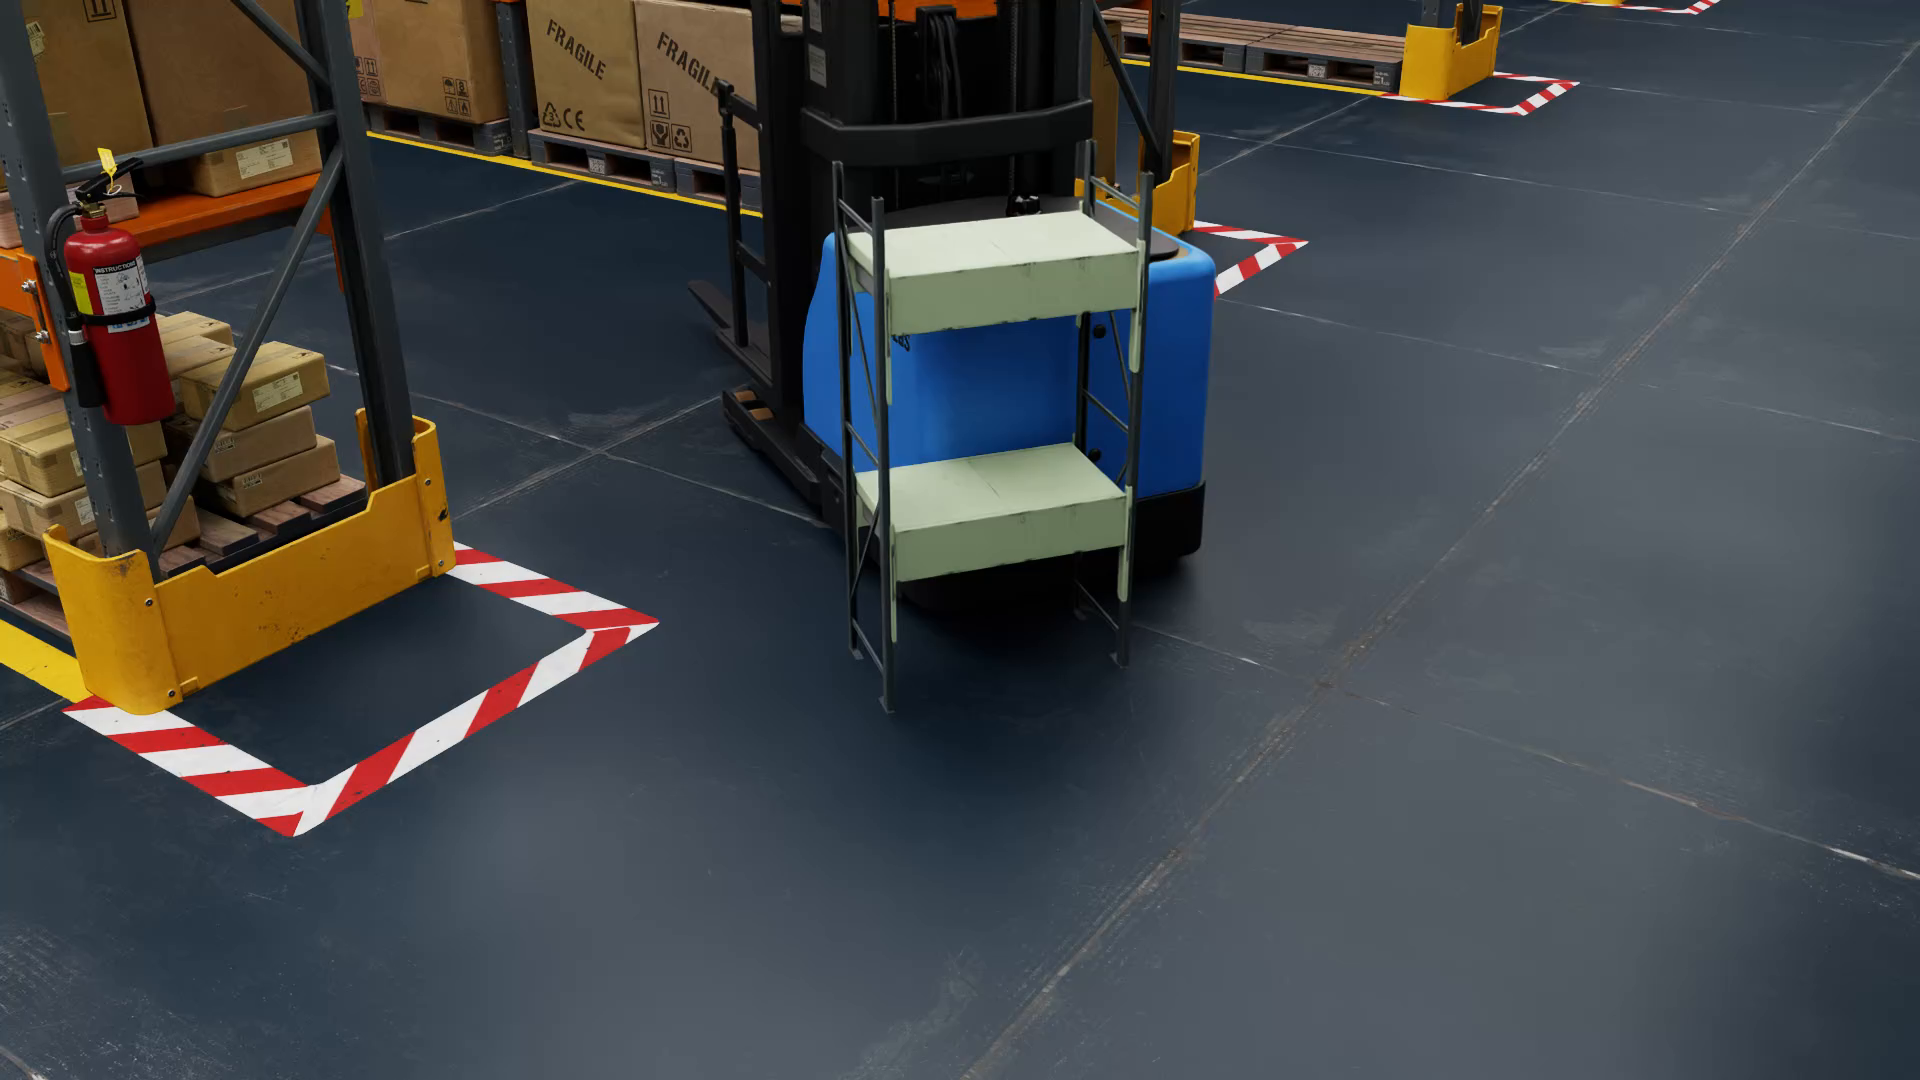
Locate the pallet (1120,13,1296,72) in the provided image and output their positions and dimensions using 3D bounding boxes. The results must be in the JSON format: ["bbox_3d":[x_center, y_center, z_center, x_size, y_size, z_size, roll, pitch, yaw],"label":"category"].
[{"bbox_3d":[1.960,-4.043,13.461,1.213,0.211,1.003,17,32,30],"label":"pallet"}]

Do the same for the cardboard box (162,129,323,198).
[{"bbox_3d":[-2.158,-1.159,4.998,0.250,0.149,0.380,17,32,30],"label":"cardboard box"}]

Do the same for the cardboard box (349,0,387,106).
[{"bbox_3d":[-3.758,-3.547,11.293,0.875,0.875,1.225,16,31,29],"label":"cardboard box"}]

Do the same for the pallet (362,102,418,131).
[{"bbox_3d":[-4.170,-3.161,11.729,1.213,0.211,1.003,17,32,30],"label":"pallet"}]

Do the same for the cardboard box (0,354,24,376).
[{"bbox_3d":[-3.294,-0.484,5.417,0.250,0.149,0.380,16,31,28],"label":"cardboard box"}]

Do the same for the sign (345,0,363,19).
[{"bbox_3d":[-1.769,-1.654,4.739,0.005,0.325,0.100,17,32,30],"label":"sign"}]

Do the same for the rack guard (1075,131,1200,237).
[{"bbox_3d":[0.835,-1.774,8.684,0.348,0.500,1.175,17,32,30],"label":"rack guard"}]

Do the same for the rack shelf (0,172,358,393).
[{"bbox_3d":[-3.725,-1.258,5.709,4.000,0.370,1.077,17,32,30],"label":"rack shelf"}]

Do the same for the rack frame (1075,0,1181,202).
[{"bbox_3d":[0.815,-2.894,8.129,0.127,3.000,1.000,17,32,30],"label":"rack frame"}]

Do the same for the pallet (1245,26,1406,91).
[{"bbox_3d":[2.962,-3.729,12.845,1.213,0.211,1.003,17,32,30],"label":"pallet"}]

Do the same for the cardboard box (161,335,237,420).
[{"bbox_3d":[-2.611,-0.535,5.517,0.250,0.149,0.380,18,32,31],"label":"cardboard box"}]

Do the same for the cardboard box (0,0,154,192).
[{"bbox_3d":[-2.592,-1.262,4.484,0.500,0.500,0.500,18,32,31],"label":"cardboard box"}]

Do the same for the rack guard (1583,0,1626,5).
[{"bbox_3d":[6.365,-5.502,16.010,0.348,0.500,1.175,17,32,30],"label":"rack guard"}]

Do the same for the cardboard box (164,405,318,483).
[{"bbox_3d":[-2.363,-0.345,5.473,0.250,0.149,0.380,19,32,32],"label":"cardboard box"}]

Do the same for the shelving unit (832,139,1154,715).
[{"bbox_3d":[0.082,-0.309,4.703,0.755,1.500,0.431,-9,28,-17],"label":"shelving unit"}]

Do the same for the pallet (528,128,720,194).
[{"bbox_3d":[-1.899,-2.454,10.339,1.213,0.211,1.003,17,32,30],"label":"pallet"}]

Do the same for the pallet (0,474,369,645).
[{"bbox_3d":[-2.788,-0.064,5.643,1.213,0.211,1.003,17,32,30],"label":"pallet"}]

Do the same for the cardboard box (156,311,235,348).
[{"bbox_3d":[-2.746,-0.647,5.739,0.250,0.149,0.380,17,32,30],"label":"cardboard box"}]

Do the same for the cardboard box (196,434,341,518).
[{"bbox_3d":[-2.327,-0.236,5.587,0.250,0.149,0.380,18,32,31],"label":"cardboard box"}]

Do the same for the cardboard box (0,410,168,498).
[{"bbox_3d":[-2.656,-0.288,5.034,0.250,0.149,0.380,18,32,31],"label":"cardboard box"}]

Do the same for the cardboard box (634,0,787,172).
[{"bbox_3d":[-1.241,-2.731,9.688,0.875,0.875,0.875,17,32,30],"label":"cardboard box"}]

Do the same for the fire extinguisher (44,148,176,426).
[{"bbox_3d":[-2.130,-0.628,4.172,0.183,0.674,0.296,17,32,30],"label":"fire extinguisher"}]

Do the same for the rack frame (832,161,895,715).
[{"bbox_3d":[-0.264,-0.253,4.594,0.023,1.500,0.400,-9,28,-17],"label":"rack frame"}]

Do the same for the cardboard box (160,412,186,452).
[{"bbox_3d":[-2.556,-0.437,5.653,0.250,0.149,0.380,17,32,30],"label":"cardboard box"}]

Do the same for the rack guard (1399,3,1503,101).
[{"bbox_3d":[3.647,-3.630,12.332,0.348,0.500,1.175,17,32,30],"label":"rack guard"}]

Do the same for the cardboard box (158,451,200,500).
[{"bbox_3d":[-2.589,-0.273,5.659,0.250,0.149,0.380,17,32,30],"label":"cardboard box"}]

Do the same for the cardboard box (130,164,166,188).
[{"bbox_3d":[-2.391,-1.209,5.096,0.250,0.149,0.380,19,32,32],"label":"cardboard box"}]

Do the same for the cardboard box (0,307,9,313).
[{"bbox_3d":[-3.412,-0.839,6.116,0.250,0.149,0.380,18,32,31],"label":"cardboard box"}]

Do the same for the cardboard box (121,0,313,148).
[{"bbox_3d":[-2.290,-1.461,4.876,0.500,0.500,0.500,19,33,33],"label":"cardboard box"}]

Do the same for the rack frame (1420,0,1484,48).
[{"bbox_3d":[3.620,-4.745,11.768,0.127,3.000,1.000,17,32,30],"label":"rack frame"}]

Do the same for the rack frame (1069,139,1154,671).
[{"bbox_3d":[0.427,-0.364,4.812,0.023,1.500,0.400,-9,28,-17],"label":"rack frame"}]

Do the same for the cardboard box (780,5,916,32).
[{"bbox_3d":[-0.508,-2.502,9.239,0.875,0.875,0.875,17,32,30],"label":"cardboard box"}]

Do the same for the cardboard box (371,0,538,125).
[{"bbox_3d":[-3.021,-3.318,10.842,0.875,0.875,1.225,17,32,30],"label":"cardboard box"}]

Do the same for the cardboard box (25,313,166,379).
[{"bbox_3d":[-2.997,-0.680,5.803,0.250,0.149,0.380,16,31,28],"label":"cardboard box"}]

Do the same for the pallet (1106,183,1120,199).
[{"bbox_3d":[0.112,-1.827,9.107,1.213,0.211,1.003,17,32,30],"label":"pallet"}]

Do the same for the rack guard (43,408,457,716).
[{"bbox_3d":[-2.139,0.029,5.142,0.348,0.500,1.175,17,32,30],"label":"rack guard"}]

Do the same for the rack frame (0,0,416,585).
[{"bbox_3d":[-2.076,-1.065,4.536,0.127,3.000,1.000,17,32,30],"label":"rack frame"}]

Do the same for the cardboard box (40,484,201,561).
[{"bbox_3d":[-2.628,-0.039,5.200,0.250,0.149,0.380,18,32,31],"label":"cardboard box"}]

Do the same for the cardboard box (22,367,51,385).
[{"bbox_3d":[-3.231,-0.605,5.985,0.250,0.149,0.380,16,31,28],"label":"cardboard box"}]

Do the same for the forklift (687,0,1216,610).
[{"bbox_3d":[-0.284,-1.729,5.915,1.130,2.935,3.031,-12,29,-23],"label":"forklift"}]

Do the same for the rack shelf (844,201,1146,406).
[{"bbox_3d":[0.082,-0.656,4.526,0.720,0.370,0.431,-9,28,-17],"label":"rack shelf"}]

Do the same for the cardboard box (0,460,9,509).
[{"bbox_3d":[-2.858,-0.231,5.248,0.250,0.149,0.380,16,31,29],"label":"cardboard box"}]

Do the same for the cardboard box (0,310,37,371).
[{"bbox_3d":[-3.221,-0.755,5.950,0.250,0.149,0.380,19,32,32],"label":"cardboard box"}]

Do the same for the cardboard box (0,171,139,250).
[{"bbox_3d":[-2.505,-0.931,4.550,0.250,0.149,0.380,17,32,30],"label":"cardboard box"}]

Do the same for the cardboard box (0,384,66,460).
[{"bbox_3d":[-2.831,-0.374,5.203,0.250,0.149,0.380,18,32,31],"label":"cardboard box"}]

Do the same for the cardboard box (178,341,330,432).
[{"bbox_3d":[-2.316,-0.509,5.467,0.250,0.149,0.380,16,31,28],"label":"cardboard box"}]

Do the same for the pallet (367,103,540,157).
[{"bbox_3d":[-3.160,-2.848,11.114,1.213,0.211,1.003,17,32,30],"label":"pallet"}]

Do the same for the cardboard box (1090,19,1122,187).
[{"bbox_3d":[0.243,-2.268,8.780,0.875,0.875,0.875,17,32,30],"label":"cardboard box"}]

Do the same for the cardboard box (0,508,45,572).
[{"bbox_3d":[-2.897,-0.067,5.255,0.250,0.149,0.380,18,32,32],"label":"cardboard box"}]

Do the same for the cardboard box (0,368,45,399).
[{"bbox_3d":[-3.116,-0.393,5.240,0.250,0.149,0.380,17,31,29],"label":"cardboard box"}]

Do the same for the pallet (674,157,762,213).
[{"bbox_3d":[-0.889,-2.141,9.724,1.213,0.211,1.003,17,32,30],"label":"pallet"}]

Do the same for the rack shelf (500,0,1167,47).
[{"bbox_3d":[-0.833,-3.087,9.301,4.000,0.370,1.077,17,32,30],"label":"rack shelf"}]

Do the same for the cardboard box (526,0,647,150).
[{"bbox_3d":[-1.983,-2.962,10.142,0.875,0.875,0.875,17,32,30],"label":"cardboard box"}]

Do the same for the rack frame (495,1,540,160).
[{"bbox_3d":[-2.482,-3.921,10.147,0.127,3.000,1.000,17,32,30],"label":"rack frame"}]

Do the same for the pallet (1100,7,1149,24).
[{"bbox_3d":[0.951,-4.356,14.076,1.213,0.211,1.003,17,32,30],"label":"pallet"}]

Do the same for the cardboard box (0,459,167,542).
[{"bbox_3d":[-2.673,-0.143,5.077,0.250,0.149,0.380,16,31,29],"label":"cardboard box"}]

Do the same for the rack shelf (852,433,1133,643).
[{"bbox_3d":[0.082,-0.018,4.851,0.720,0.370,0.431,-9,28,-17],"label":"rack shelf"}]
